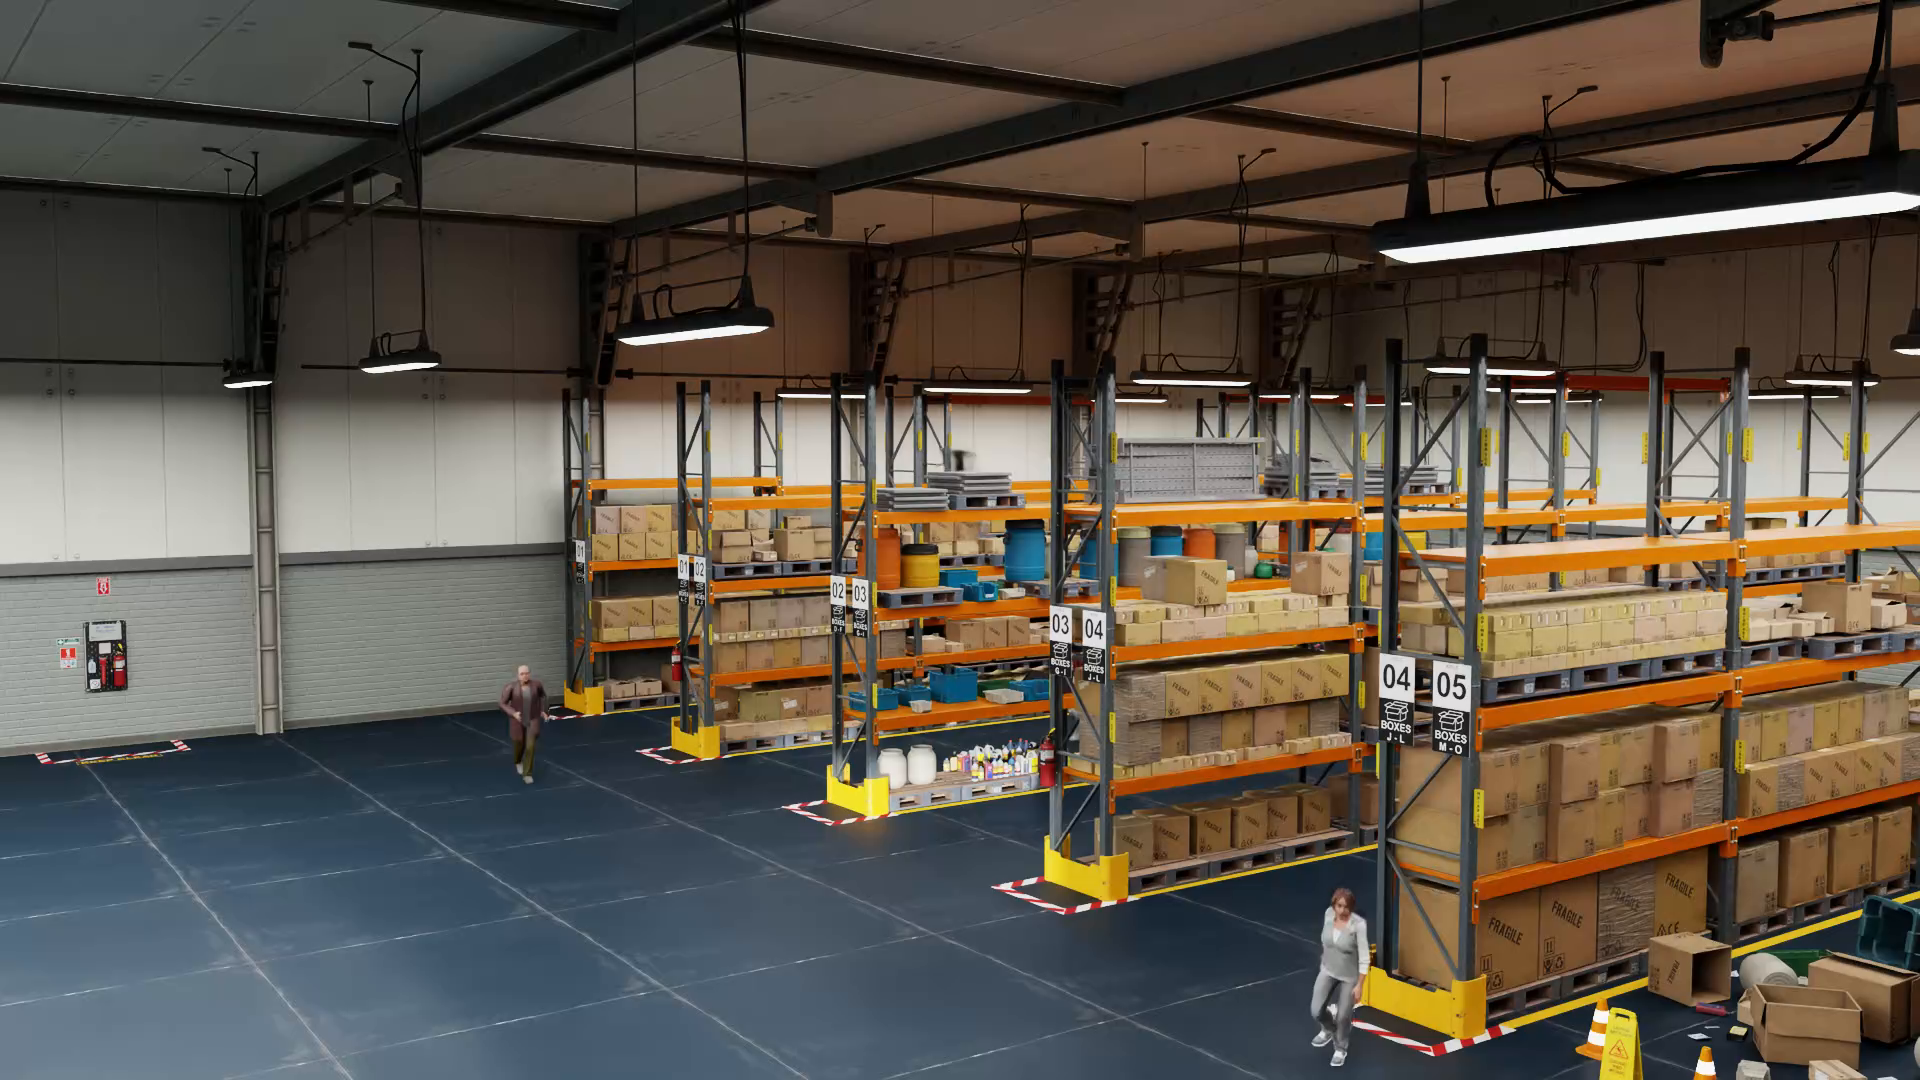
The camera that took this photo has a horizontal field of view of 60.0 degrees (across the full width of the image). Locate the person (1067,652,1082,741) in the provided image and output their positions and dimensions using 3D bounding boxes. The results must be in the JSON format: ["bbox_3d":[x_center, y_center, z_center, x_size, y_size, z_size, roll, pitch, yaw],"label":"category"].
[{"bbox_3d":[2.067,2.514,28.054,0.703,1.714,0.717,3,5,43],"label":"person"}]

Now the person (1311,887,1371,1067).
[{"bbox_3d":[3.088,3.533,13.484,0.556,1.546,0.544,2,4,32],"label":"person"}]

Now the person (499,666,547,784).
[{"bbox_3d":[-6.509,2.709,24.767,0.701,1.740,0.932,-1,4,-20],"label":"person"}]
